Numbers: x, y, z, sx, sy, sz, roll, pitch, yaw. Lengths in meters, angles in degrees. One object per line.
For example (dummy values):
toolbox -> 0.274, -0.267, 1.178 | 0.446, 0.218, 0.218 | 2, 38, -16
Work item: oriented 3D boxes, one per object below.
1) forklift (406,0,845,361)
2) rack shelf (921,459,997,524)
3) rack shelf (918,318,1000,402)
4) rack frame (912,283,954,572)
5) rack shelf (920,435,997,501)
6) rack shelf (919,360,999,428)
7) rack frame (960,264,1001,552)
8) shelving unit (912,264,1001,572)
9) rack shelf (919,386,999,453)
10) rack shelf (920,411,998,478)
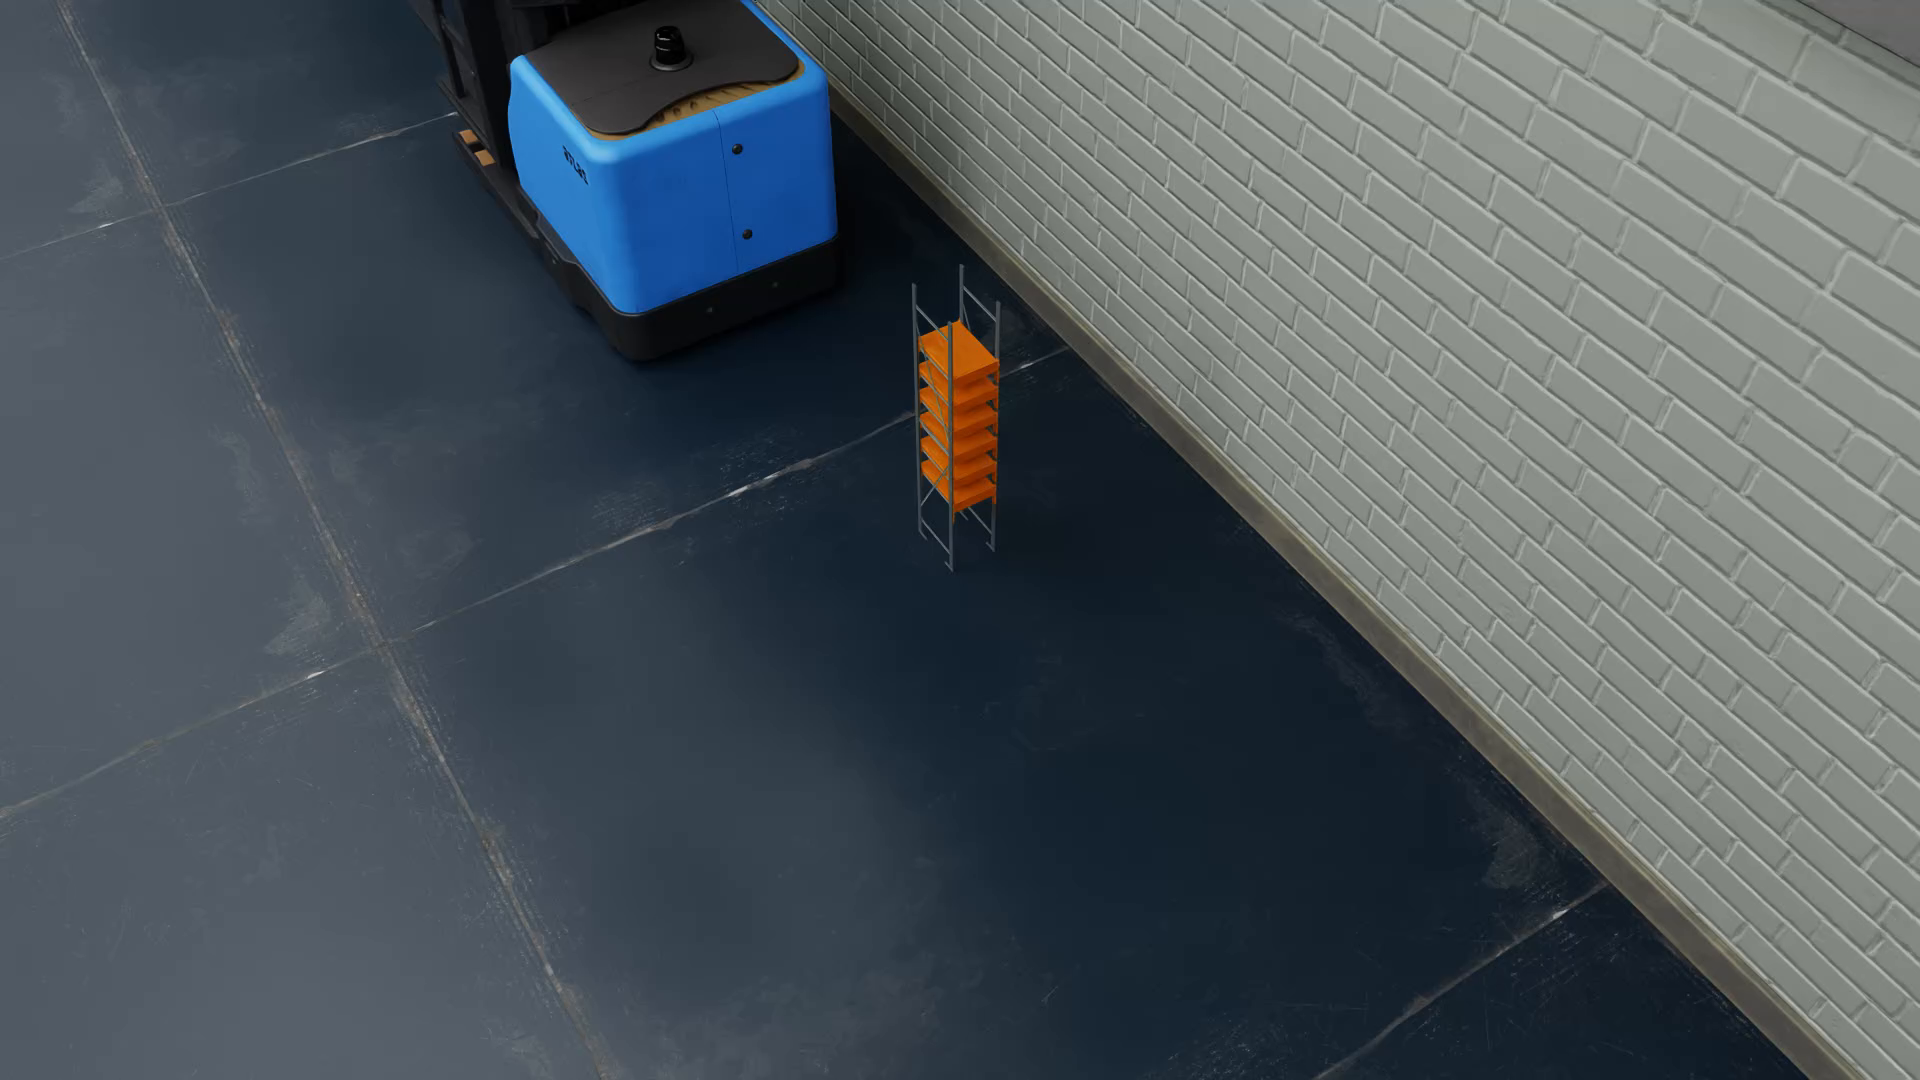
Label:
forklift -> -1.716, -2.792, 6.774 | 1.130, 2.935, 3.031 | -26, 53, -21
rack shelf -> -0.012, -0.204, 6.009 | 0.180, 0.103, 0.258 | -25, 53, -21
rack shelf -> -0.012, -0.603, 5.561 | 0.180, 0.103, 0.258 | -25, 53, -21
rack frame -> -0.090, -0.357, 5.764 | 0.006, 1.200, 0.240 | -25, 53, -21
rack shelf -> -0.012, -0.284, 5.920 | 0.180, 0.103, 0.258 | -25, 53, -21
rack shelf -> -0.012, -0.523, 5.651 | 0.180, 0.103, 0.258 | -25, 53, -21
rack frame -> 0.065, -0.430, 5.829 | 0.006, 1.200, 0.240 | -25, 53, -21
shelving unit -> -0.012, -0.393, 5.797 | 0.189, 1.200, 0.258 | -25, 53, -21
rack shelf -> -0.012, -0.444, 5.740 | 0.180, 0.103, 0.258 | -25, 53, -21
rack shelf -> -0.012, -0.364, 5.830 | 0.180, 0.103, 0.258 | -25, 53, -21
